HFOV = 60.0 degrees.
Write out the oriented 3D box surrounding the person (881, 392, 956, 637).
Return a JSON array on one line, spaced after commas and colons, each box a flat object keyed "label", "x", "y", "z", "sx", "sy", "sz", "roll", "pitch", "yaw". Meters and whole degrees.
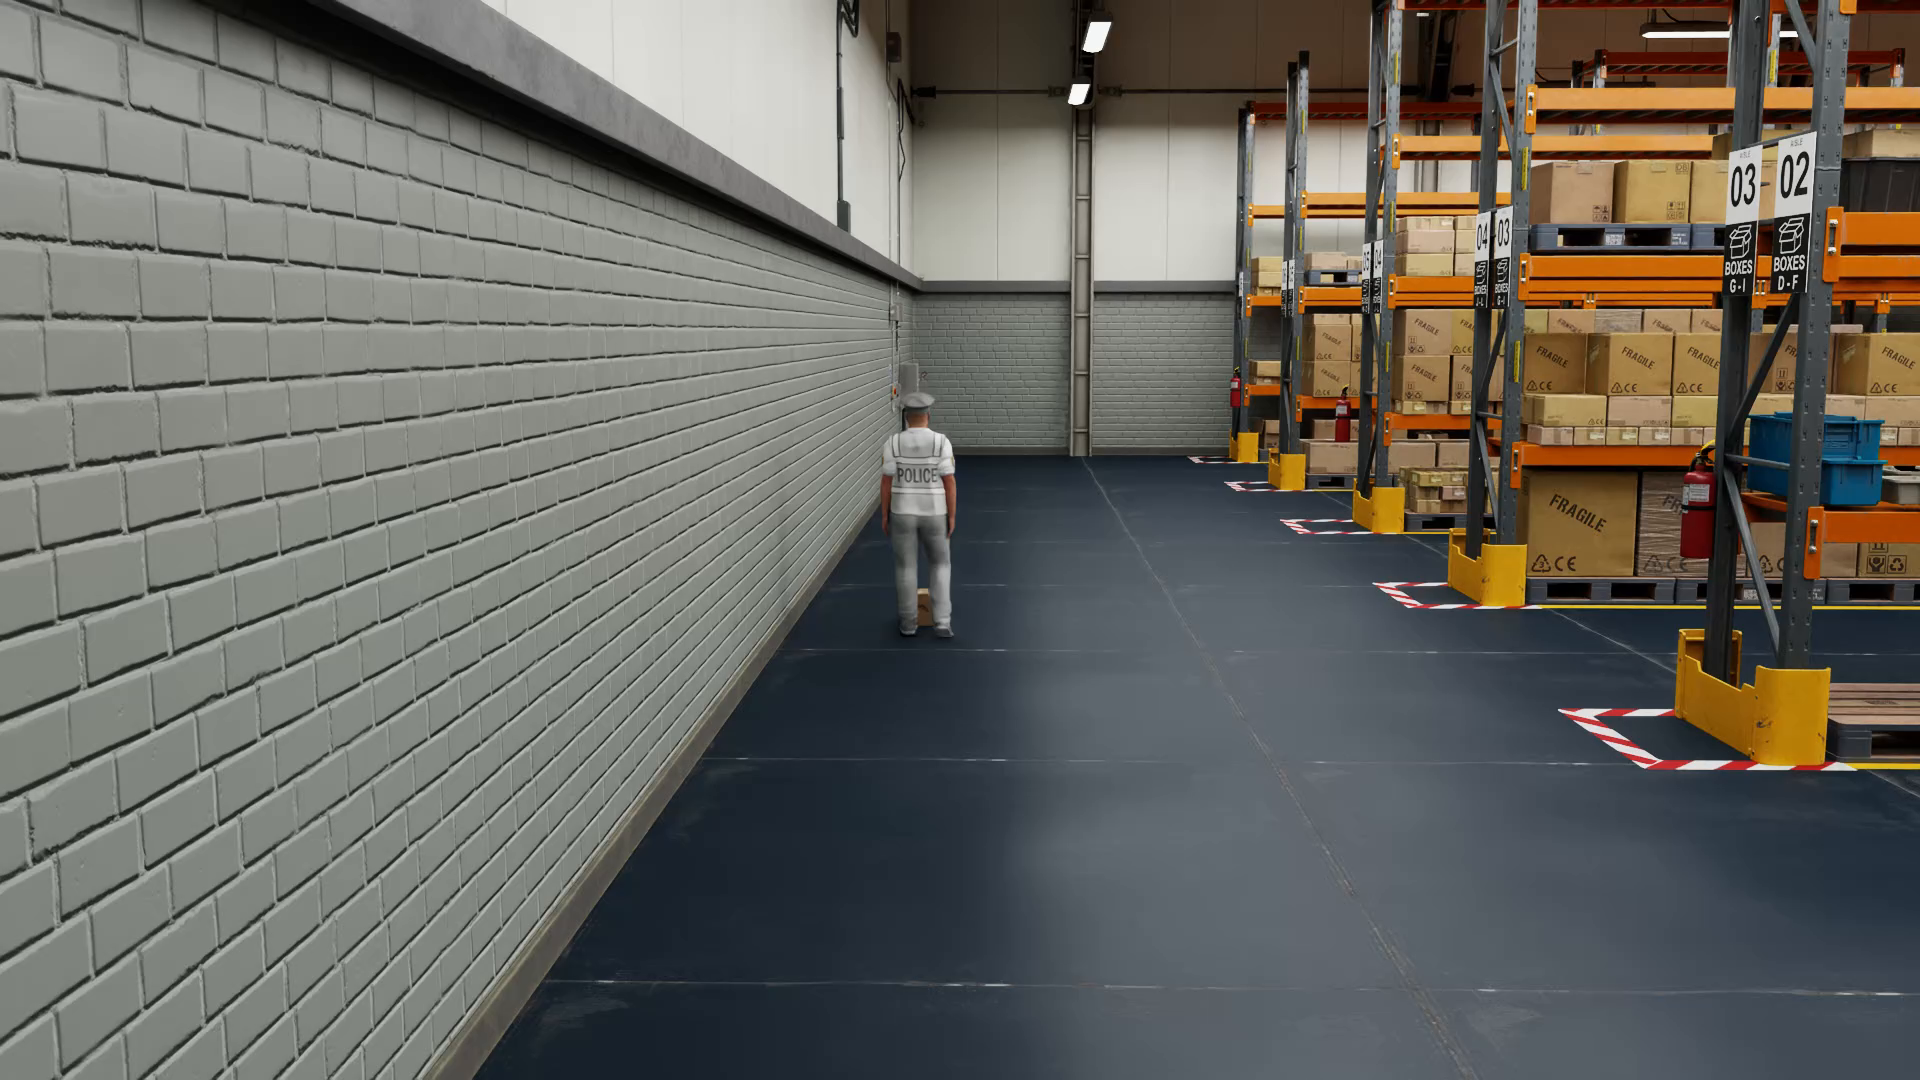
[{"label": "person", "x": -0.299, "y": -0.149, "z": 12.115, "sx": 0.550, "sy": 1.855, "sz": 0.439, "roll": 0, "pitch": 7, "yaw": 2}]
